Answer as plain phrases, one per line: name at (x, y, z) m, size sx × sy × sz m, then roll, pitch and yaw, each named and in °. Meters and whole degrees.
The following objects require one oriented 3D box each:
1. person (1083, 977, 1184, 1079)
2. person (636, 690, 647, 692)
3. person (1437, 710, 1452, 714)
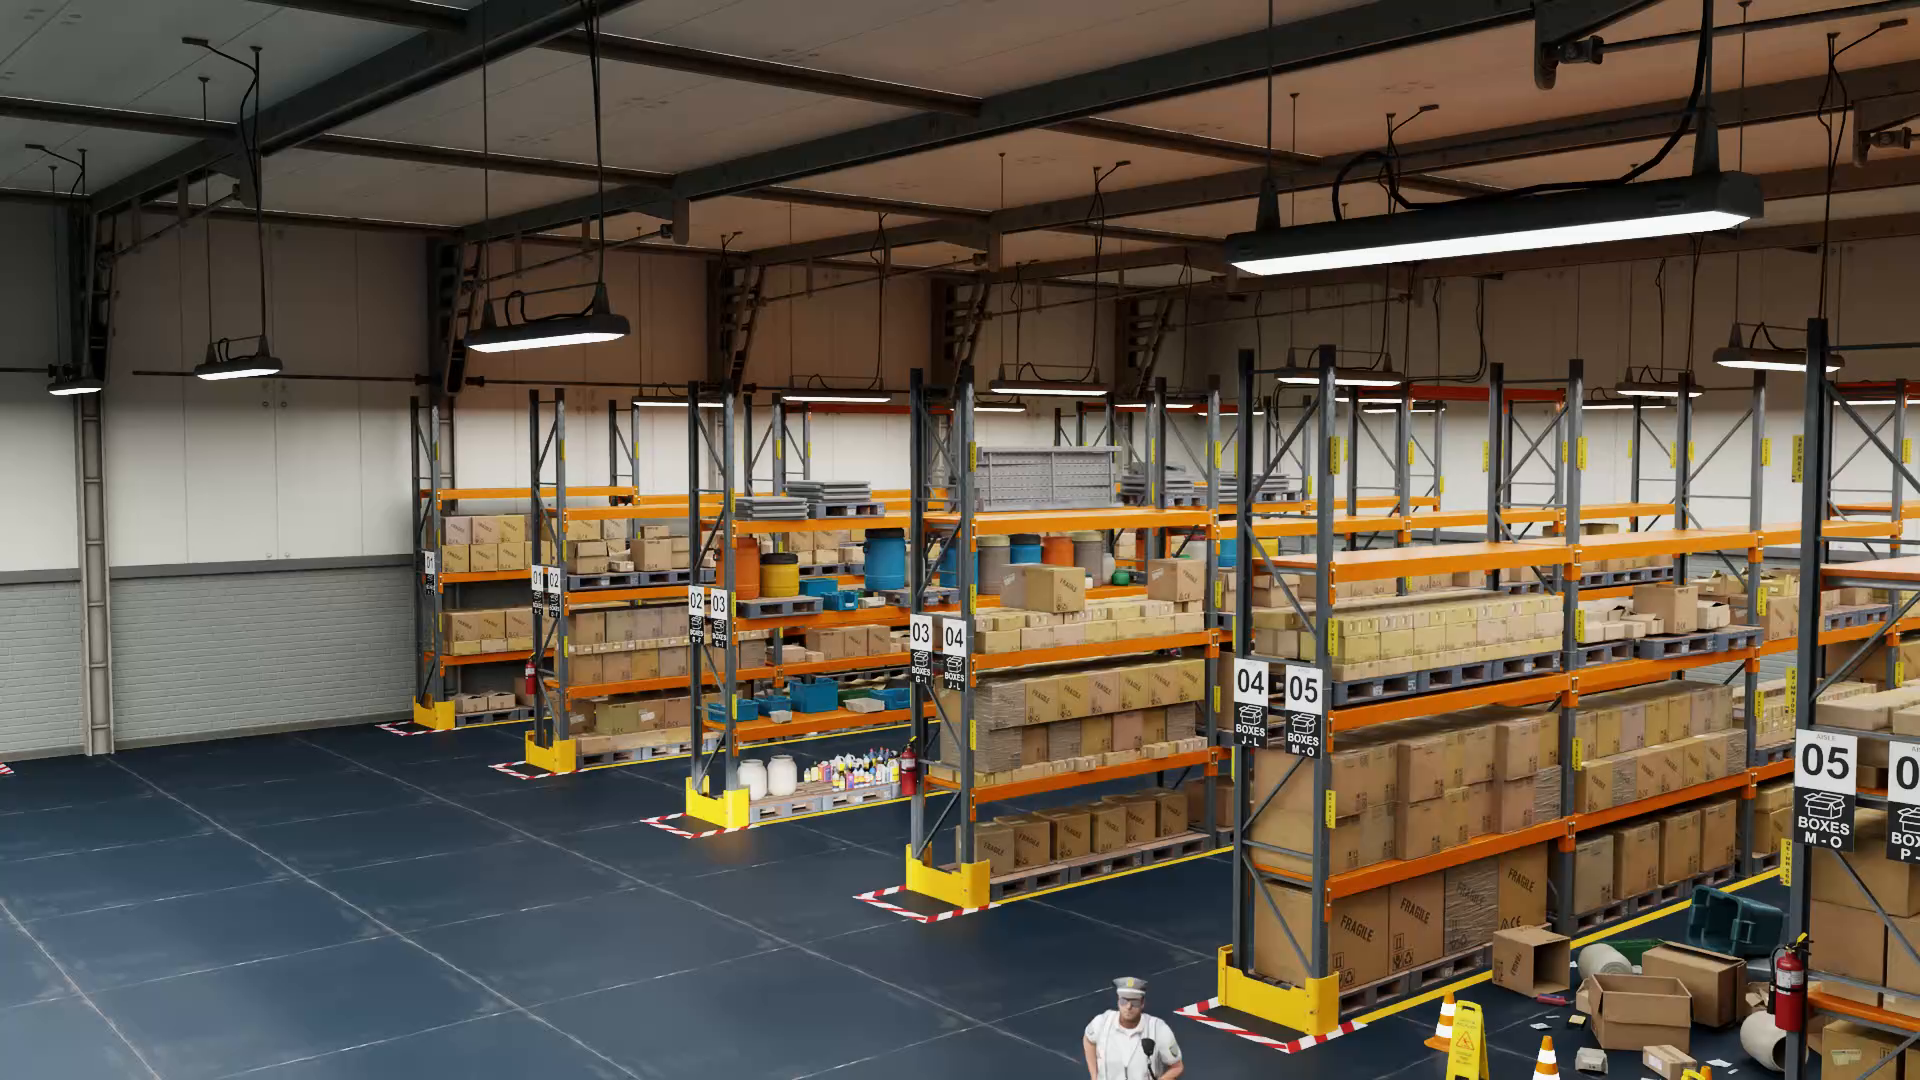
person at (1.100, 3.669, 10.597) m, size 0.643 × 1.853 × 0.776 m, roll 0°, pitch 3°, yaw 6°
person at (-5.710, 2.587, 29.675) m, size 0.612 × 1.650 × 0.564 m, roll 3°, pitch 5°, yaw 42°
person at (6.351, 3.008, 21.740) m, size 0.854 × 1.846 × 0.686 m, roll -3°, pitch 5°, yaw -44°
